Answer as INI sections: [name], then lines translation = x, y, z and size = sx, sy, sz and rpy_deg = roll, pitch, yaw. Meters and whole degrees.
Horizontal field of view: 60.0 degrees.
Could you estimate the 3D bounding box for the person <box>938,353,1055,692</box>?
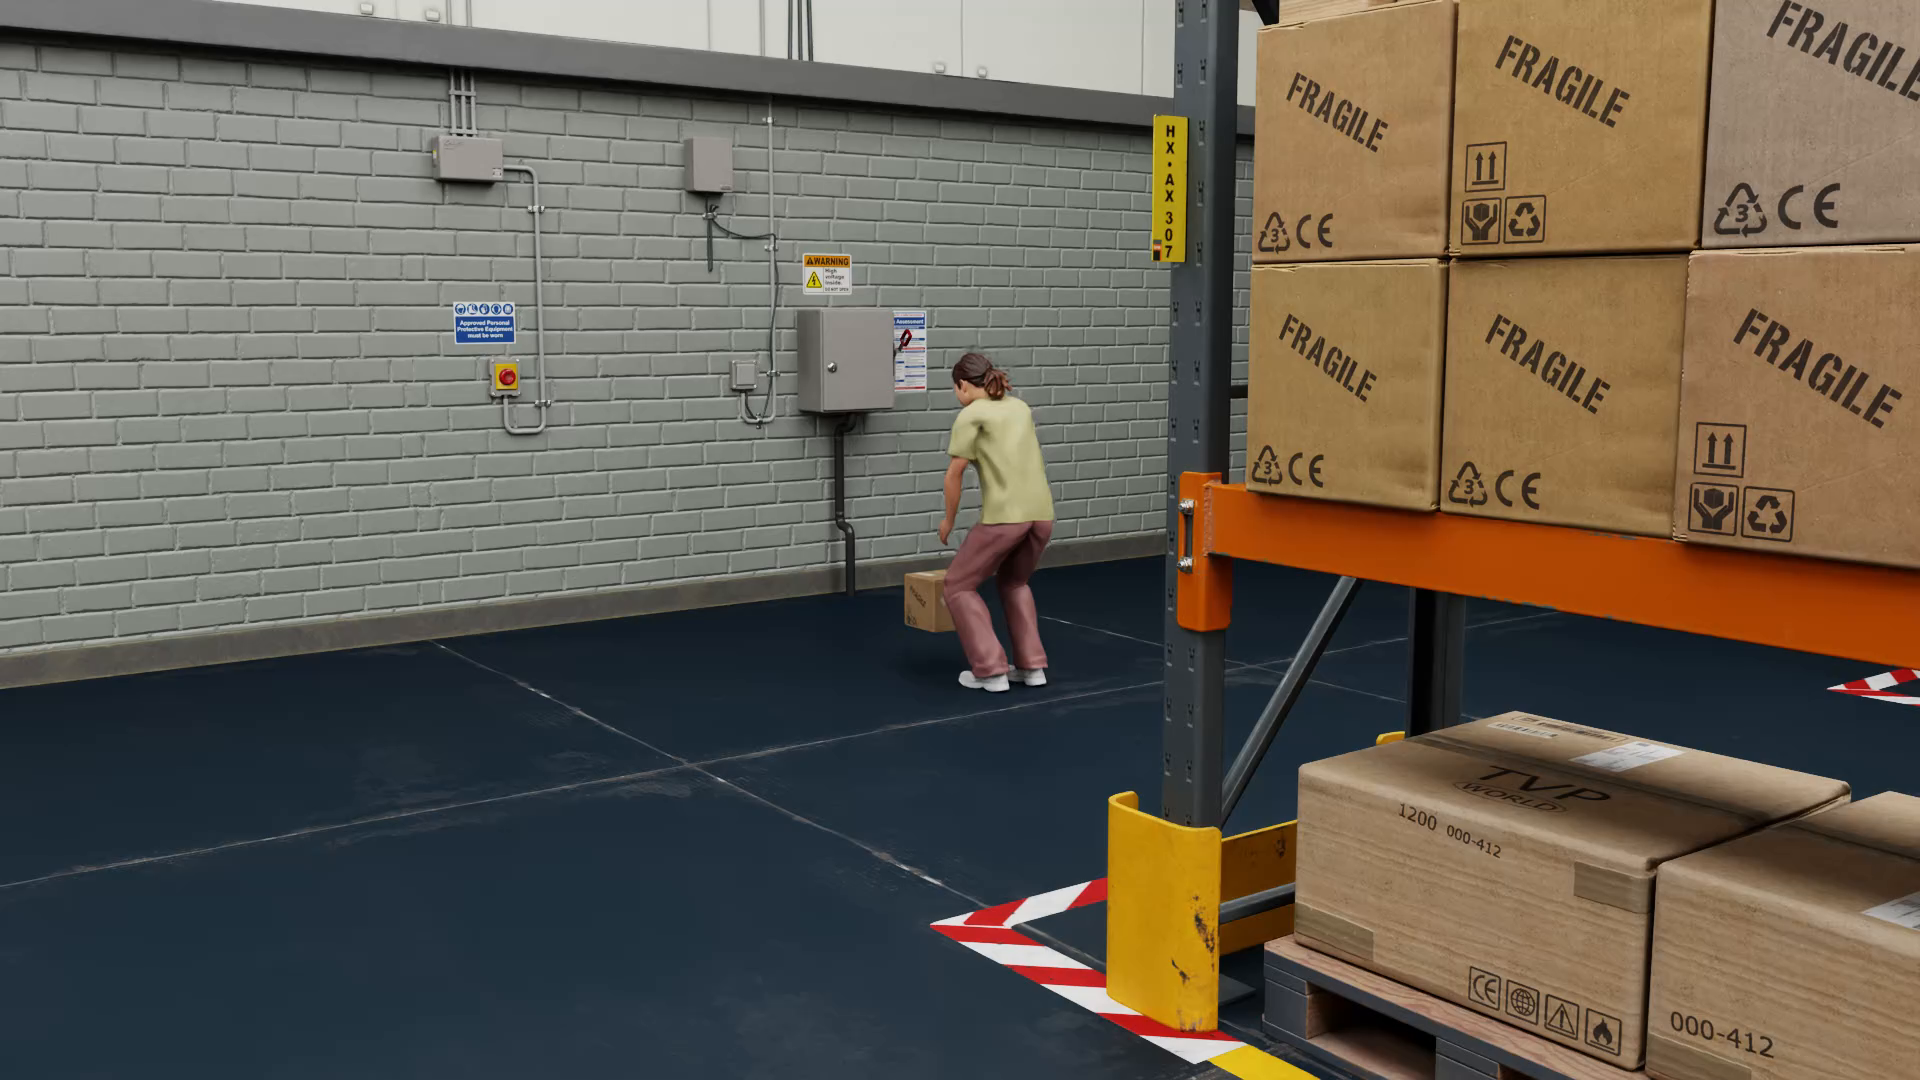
[person]
translation = 0.152, -0.083, 7.531
size = 0.498, 1.515, 0.533
rpy_deg = -6, 10, -35
